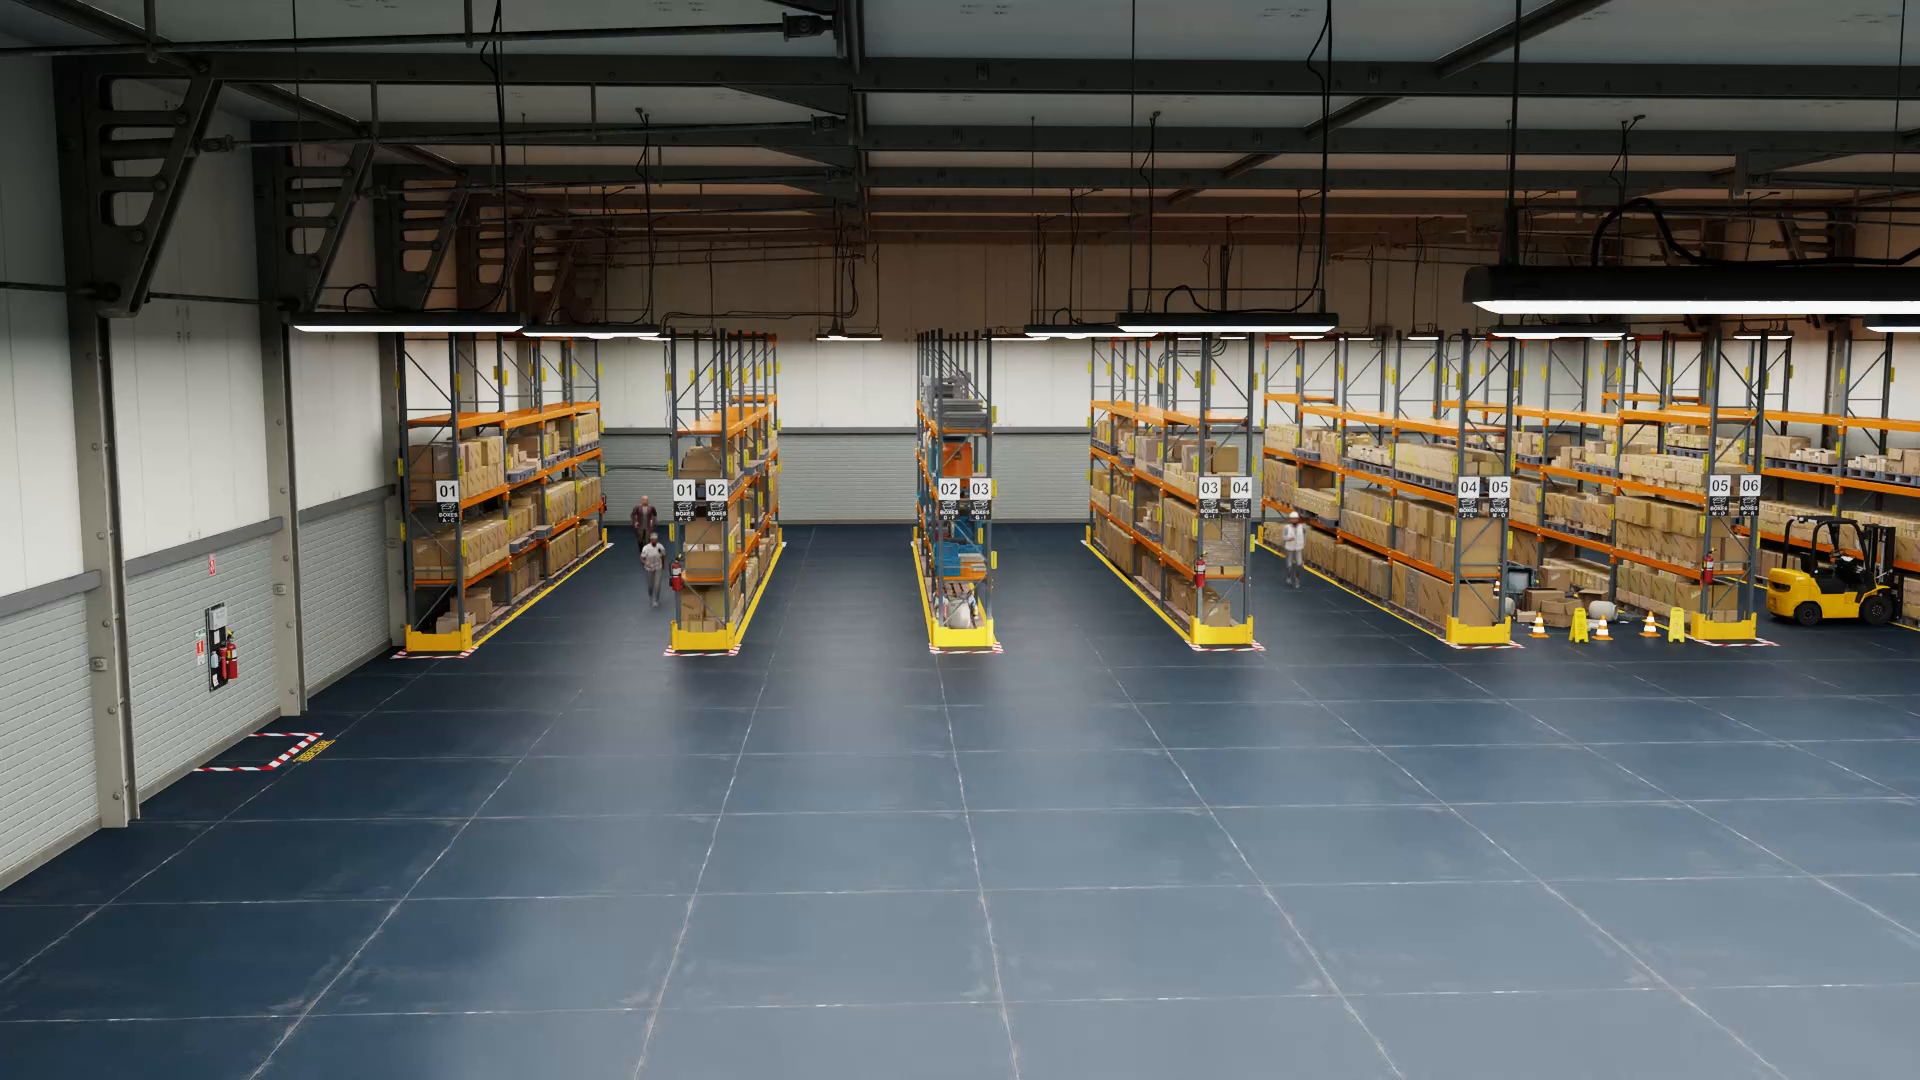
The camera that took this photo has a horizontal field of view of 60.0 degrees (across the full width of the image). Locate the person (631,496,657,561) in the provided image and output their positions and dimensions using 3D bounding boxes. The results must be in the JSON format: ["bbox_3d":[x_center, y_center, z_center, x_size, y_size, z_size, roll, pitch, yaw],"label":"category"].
[{"bbox_3d":[-8.286,-0.294,43.644,0.685,1.738,0.662,-1,7,-10],"label":"person"}]

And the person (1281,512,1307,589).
[{"bbox_3d":[7.866,0.240,39.135,0.640,1.826,0.831,0,7,4],"label":"person"}]

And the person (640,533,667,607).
[{"bbox_3d":[-6.714,0.632,36.463,0.570,1.639,0.723,-1,7,-12],"label":"person"}]
